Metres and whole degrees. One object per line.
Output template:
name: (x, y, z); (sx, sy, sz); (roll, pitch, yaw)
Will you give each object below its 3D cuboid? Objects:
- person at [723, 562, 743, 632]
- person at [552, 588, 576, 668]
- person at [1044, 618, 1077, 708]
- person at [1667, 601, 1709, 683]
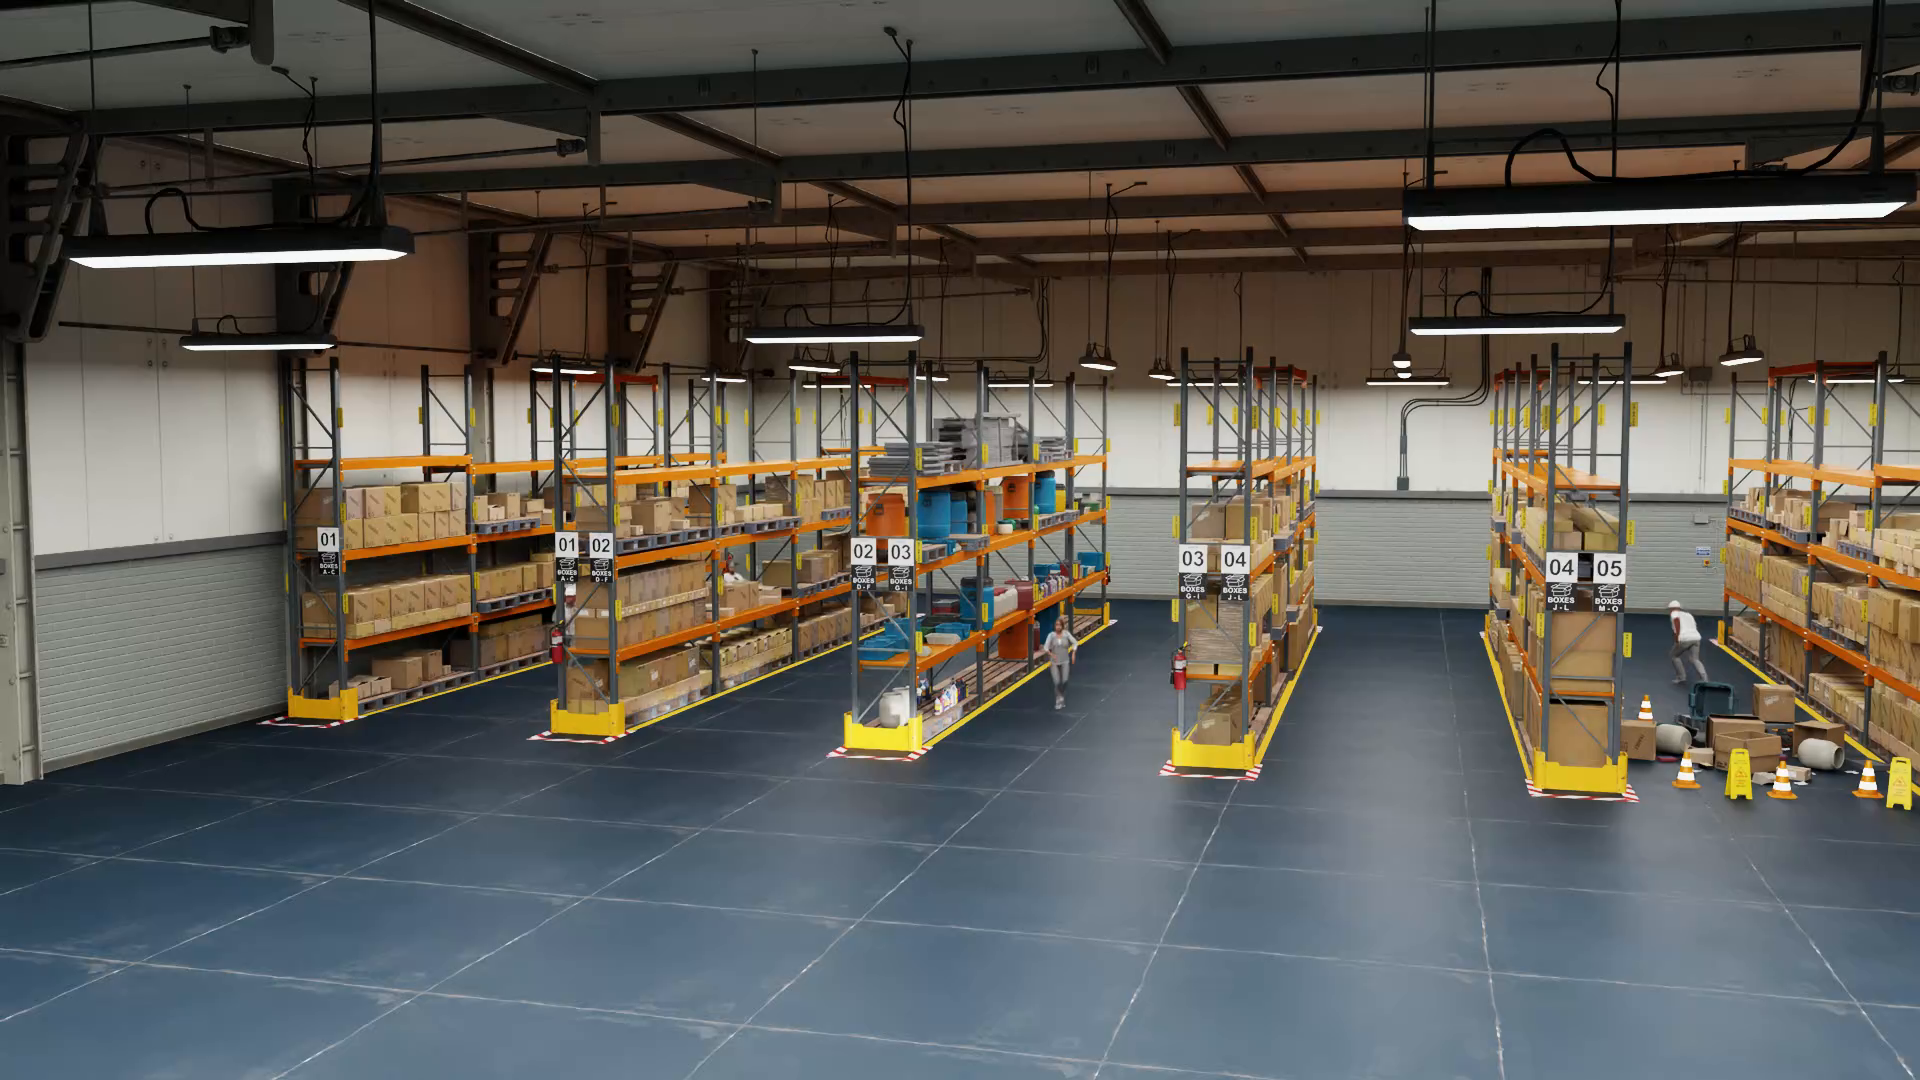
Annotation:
person: (-5.292, 1.338, 38.552); (0.606, 1.688, 0.772); (0, 4, 4)
person: (-7.509, 1.784, 31.955); (0.640, 1.755, 0.818); (-1, 4, -13)
person: (1.730, 2.120, 28.552); (0.586, 1.564, 0.521); (0, 4, -1)
person: (13.677, 1.958, 31.172); (0.685, 1.555, 1.190); (-1, 4, -18)
